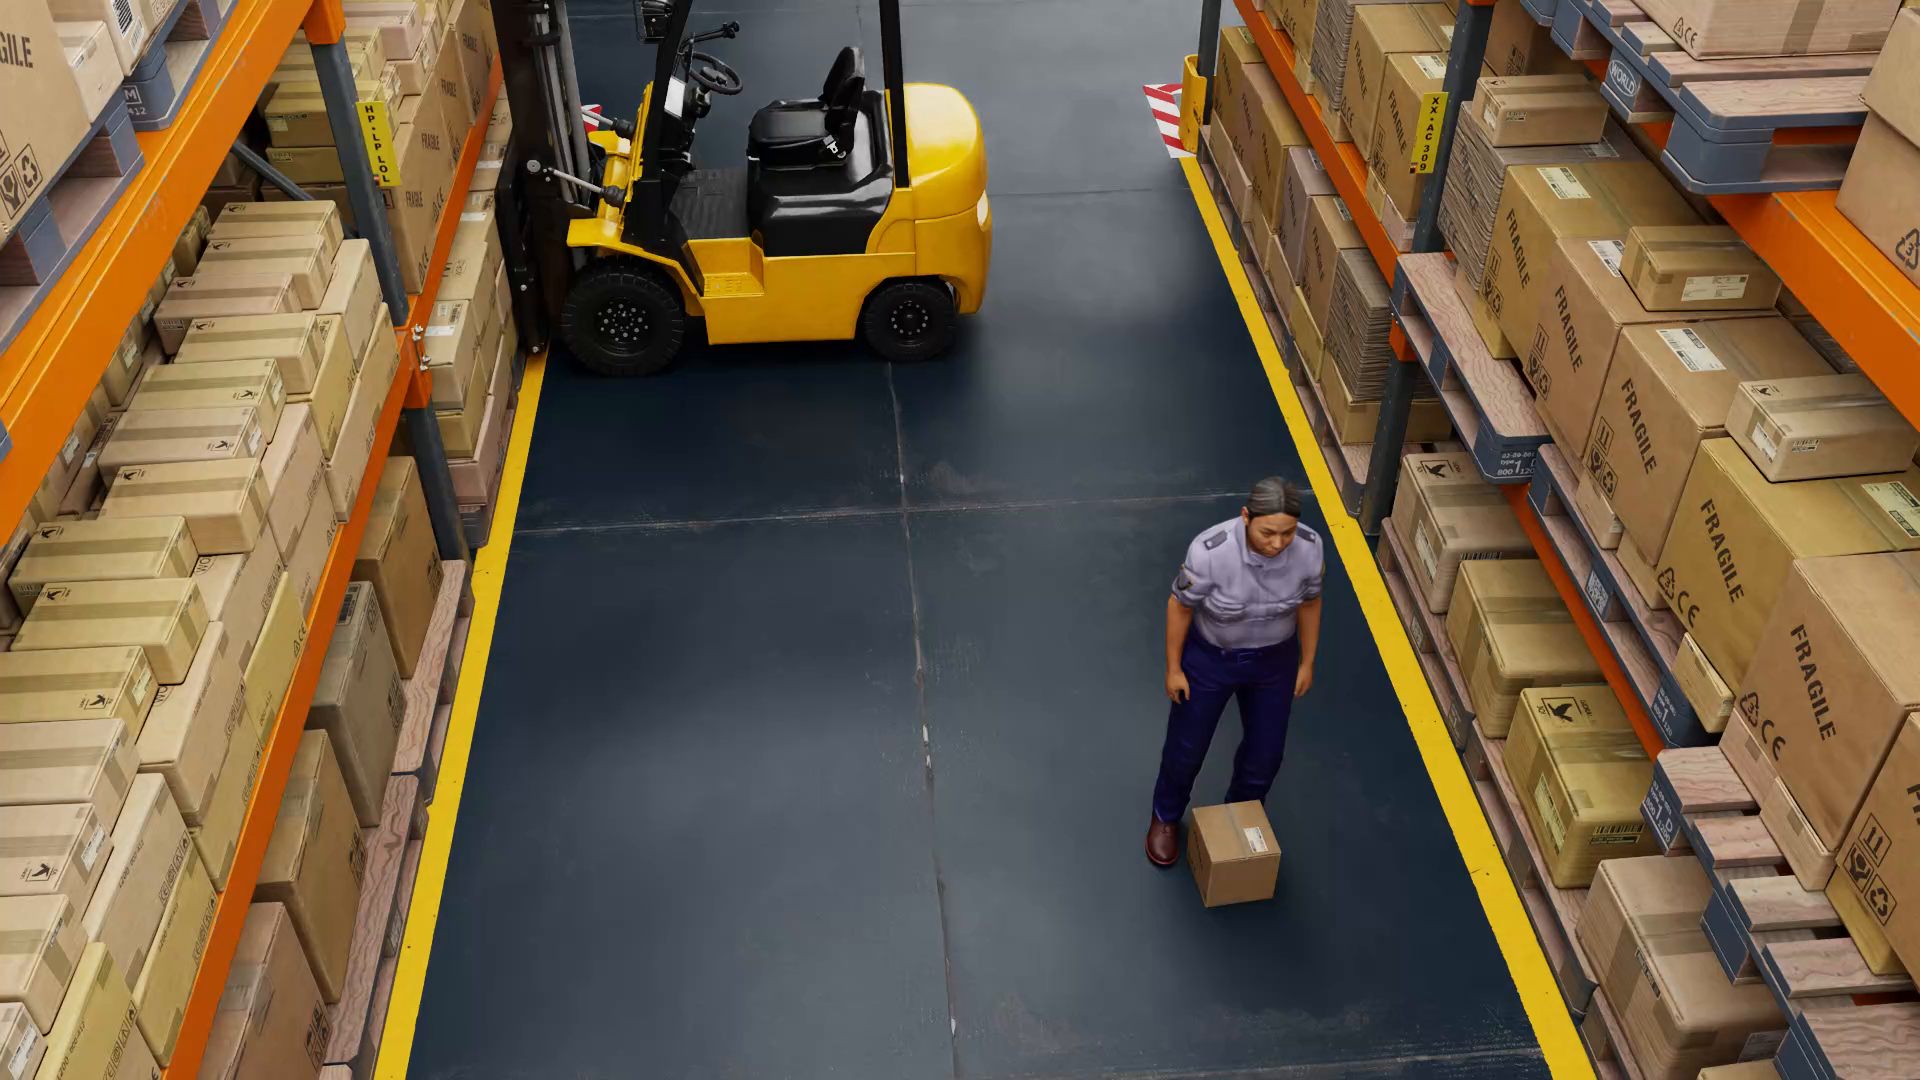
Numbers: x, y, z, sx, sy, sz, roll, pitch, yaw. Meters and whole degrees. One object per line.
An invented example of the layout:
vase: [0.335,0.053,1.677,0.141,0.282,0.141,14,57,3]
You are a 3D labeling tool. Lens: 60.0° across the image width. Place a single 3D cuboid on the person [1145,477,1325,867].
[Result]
person: [0.940,0.436,5.628,0.541,1.652,0.413,-3,39,-4]
